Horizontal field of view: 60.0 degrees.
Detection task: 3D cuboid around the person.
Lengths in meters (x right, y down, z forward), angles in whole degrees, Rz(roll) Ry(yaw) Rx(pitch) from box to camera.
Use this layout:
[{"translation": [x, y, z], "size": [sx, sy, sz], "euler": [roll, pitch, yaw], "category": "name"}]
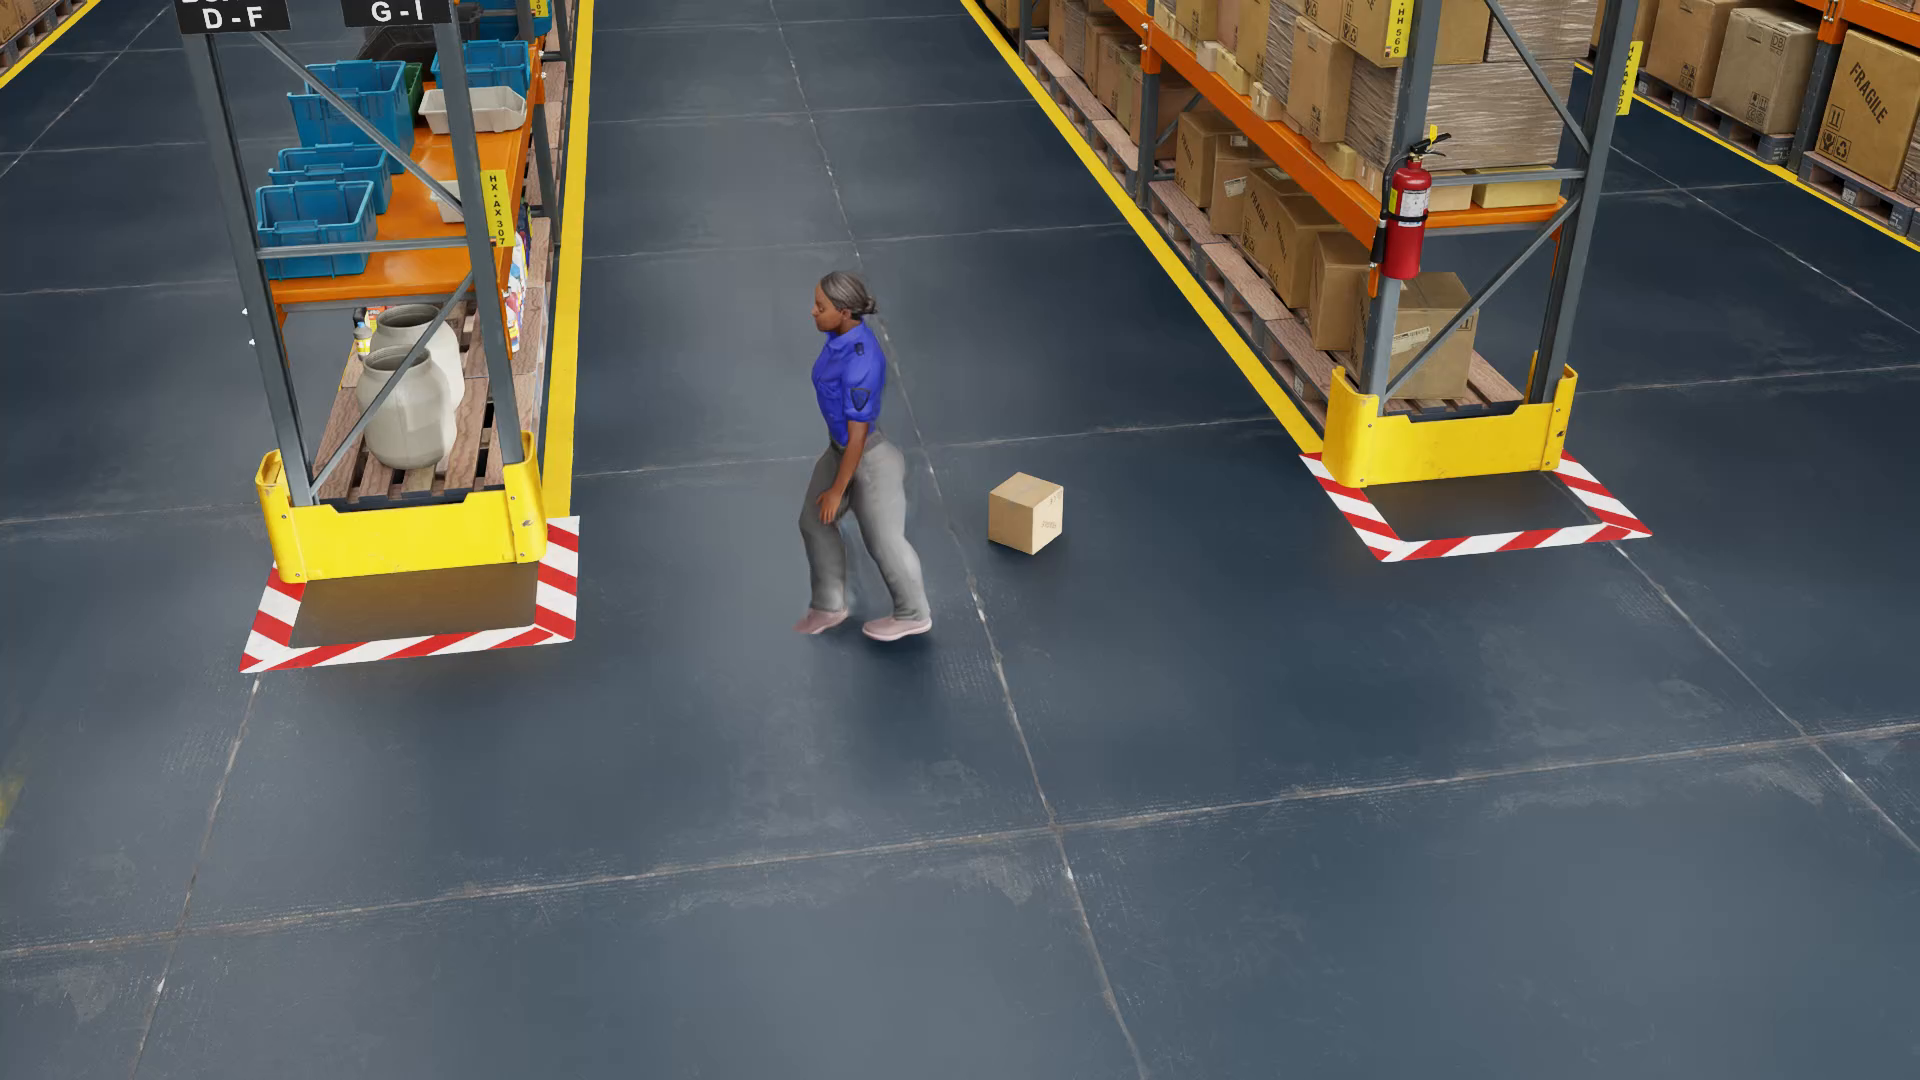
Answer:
[{"translation": [-0.405, -0.266, 6.617], "size": [0.568, 1.723, 0.469], "euler": [-9, 32, -14], "category": "person"}]
